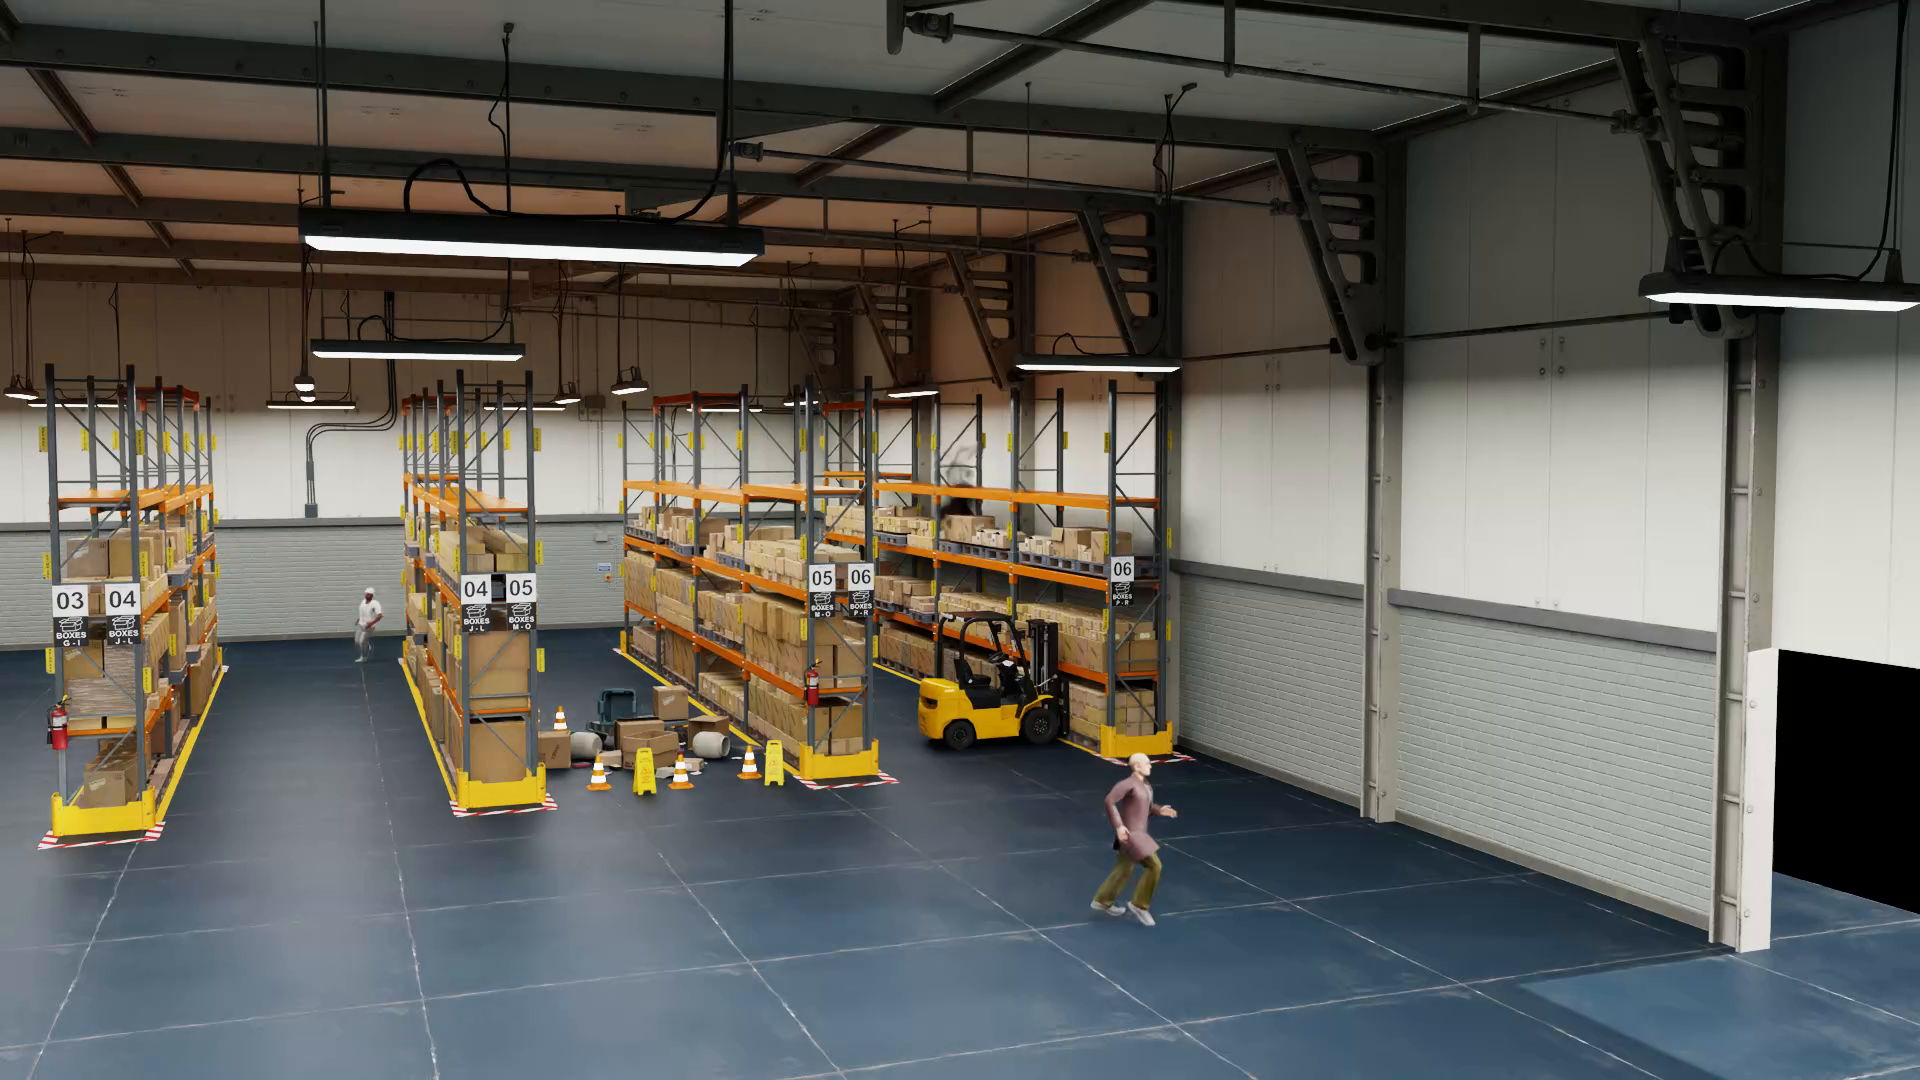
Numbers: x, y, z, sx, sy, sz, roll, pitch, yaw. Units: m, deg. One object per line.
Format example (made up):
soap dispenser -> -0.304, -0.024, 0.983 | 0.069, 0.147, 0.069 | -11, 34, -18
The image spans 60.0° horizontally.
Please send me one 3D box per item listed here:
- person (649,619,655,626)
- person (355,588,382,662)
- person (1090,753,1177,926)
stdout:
person -> -7.474, 1.820, 41.204 | 0.670, 1.553, 0.594 | 0, 3, 0
person -> -13.462, 1.934, 37.902 | 0.742, 1.710, 0.570 | 2, 4, 25
person -> 1.819, 3.119, 17.351 | 0.880, 1.814, 0.613 | 1, 3, 14
